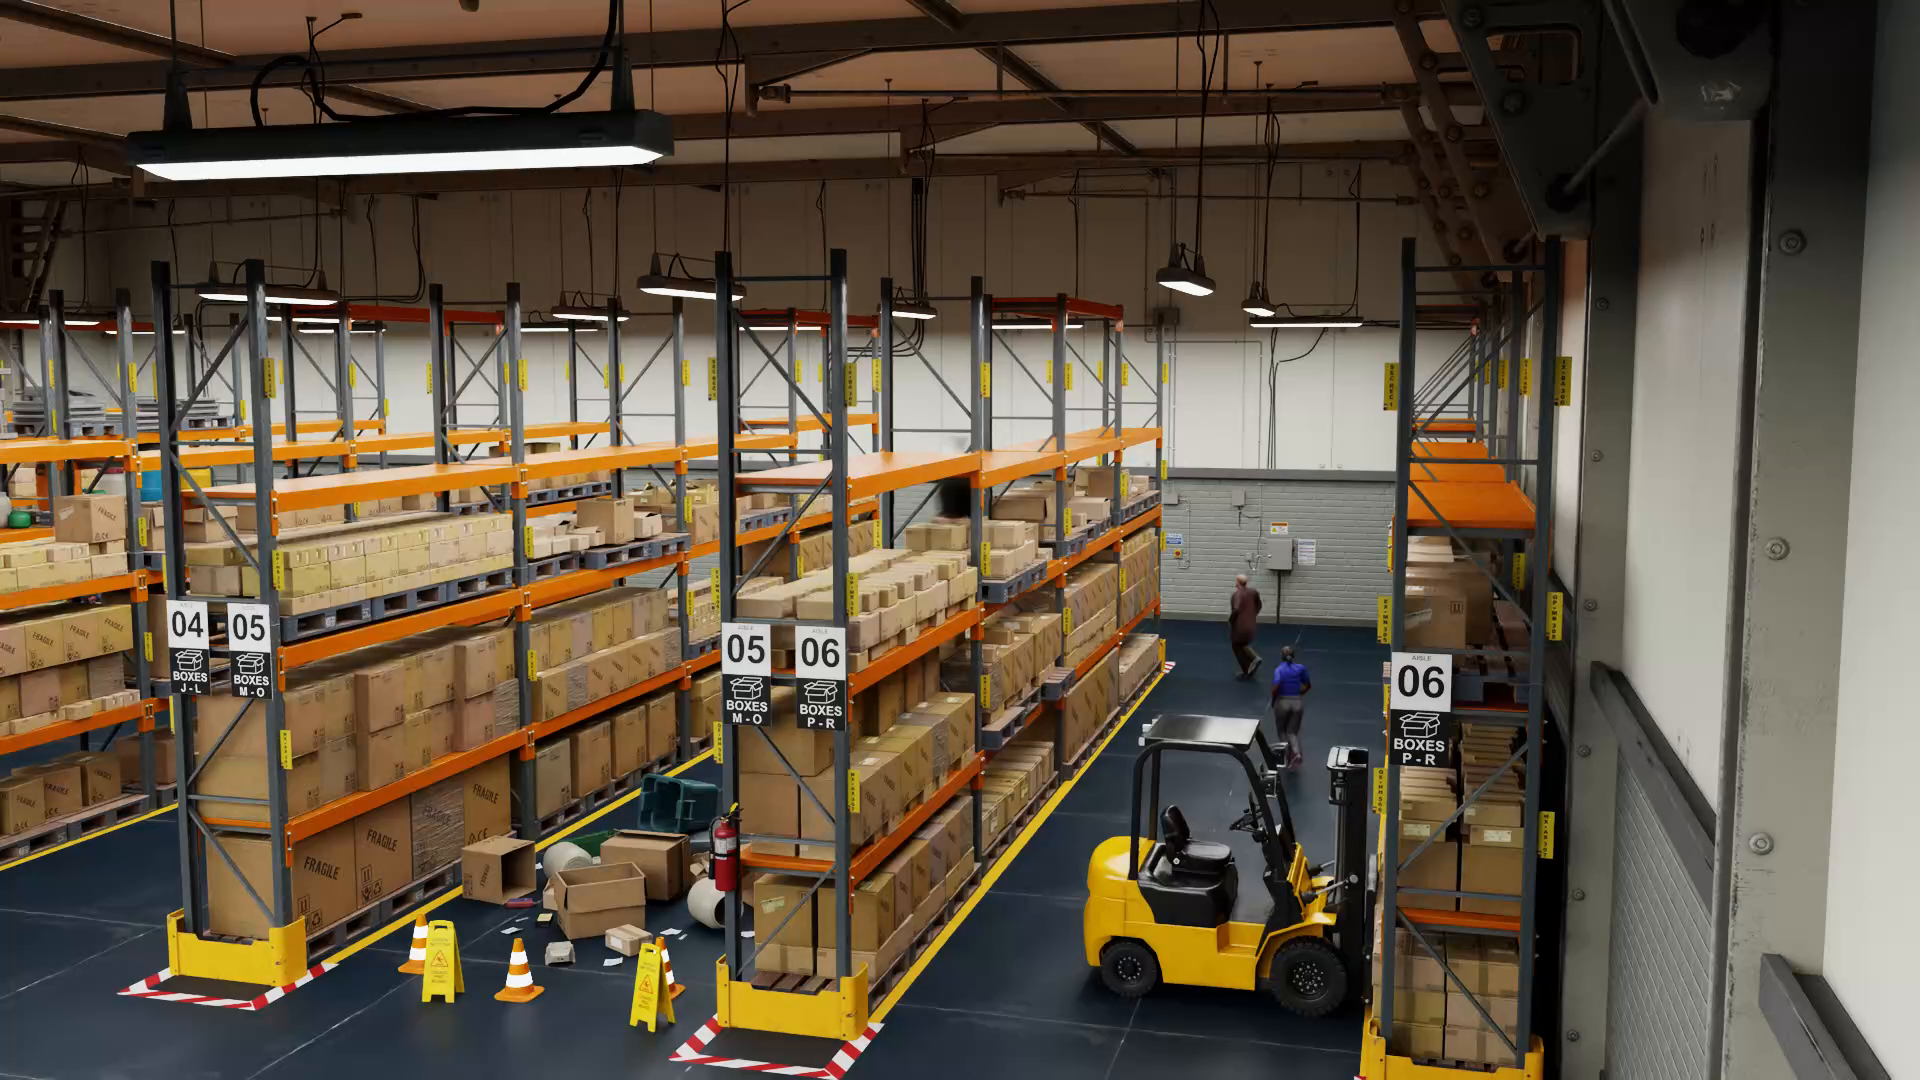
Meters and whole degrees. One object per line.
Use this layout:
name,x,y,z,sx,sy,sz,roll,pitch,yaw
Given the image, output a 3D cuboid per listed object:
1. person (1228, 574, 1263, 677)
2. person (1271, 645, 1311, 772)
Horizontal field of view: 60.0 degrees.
person,4.748,1.429,27.342,0.703,1.733,0.650,-4,7,-30
person,4.208,2.154,21.051,0.557,1.614,0.651,-1,6,-6
